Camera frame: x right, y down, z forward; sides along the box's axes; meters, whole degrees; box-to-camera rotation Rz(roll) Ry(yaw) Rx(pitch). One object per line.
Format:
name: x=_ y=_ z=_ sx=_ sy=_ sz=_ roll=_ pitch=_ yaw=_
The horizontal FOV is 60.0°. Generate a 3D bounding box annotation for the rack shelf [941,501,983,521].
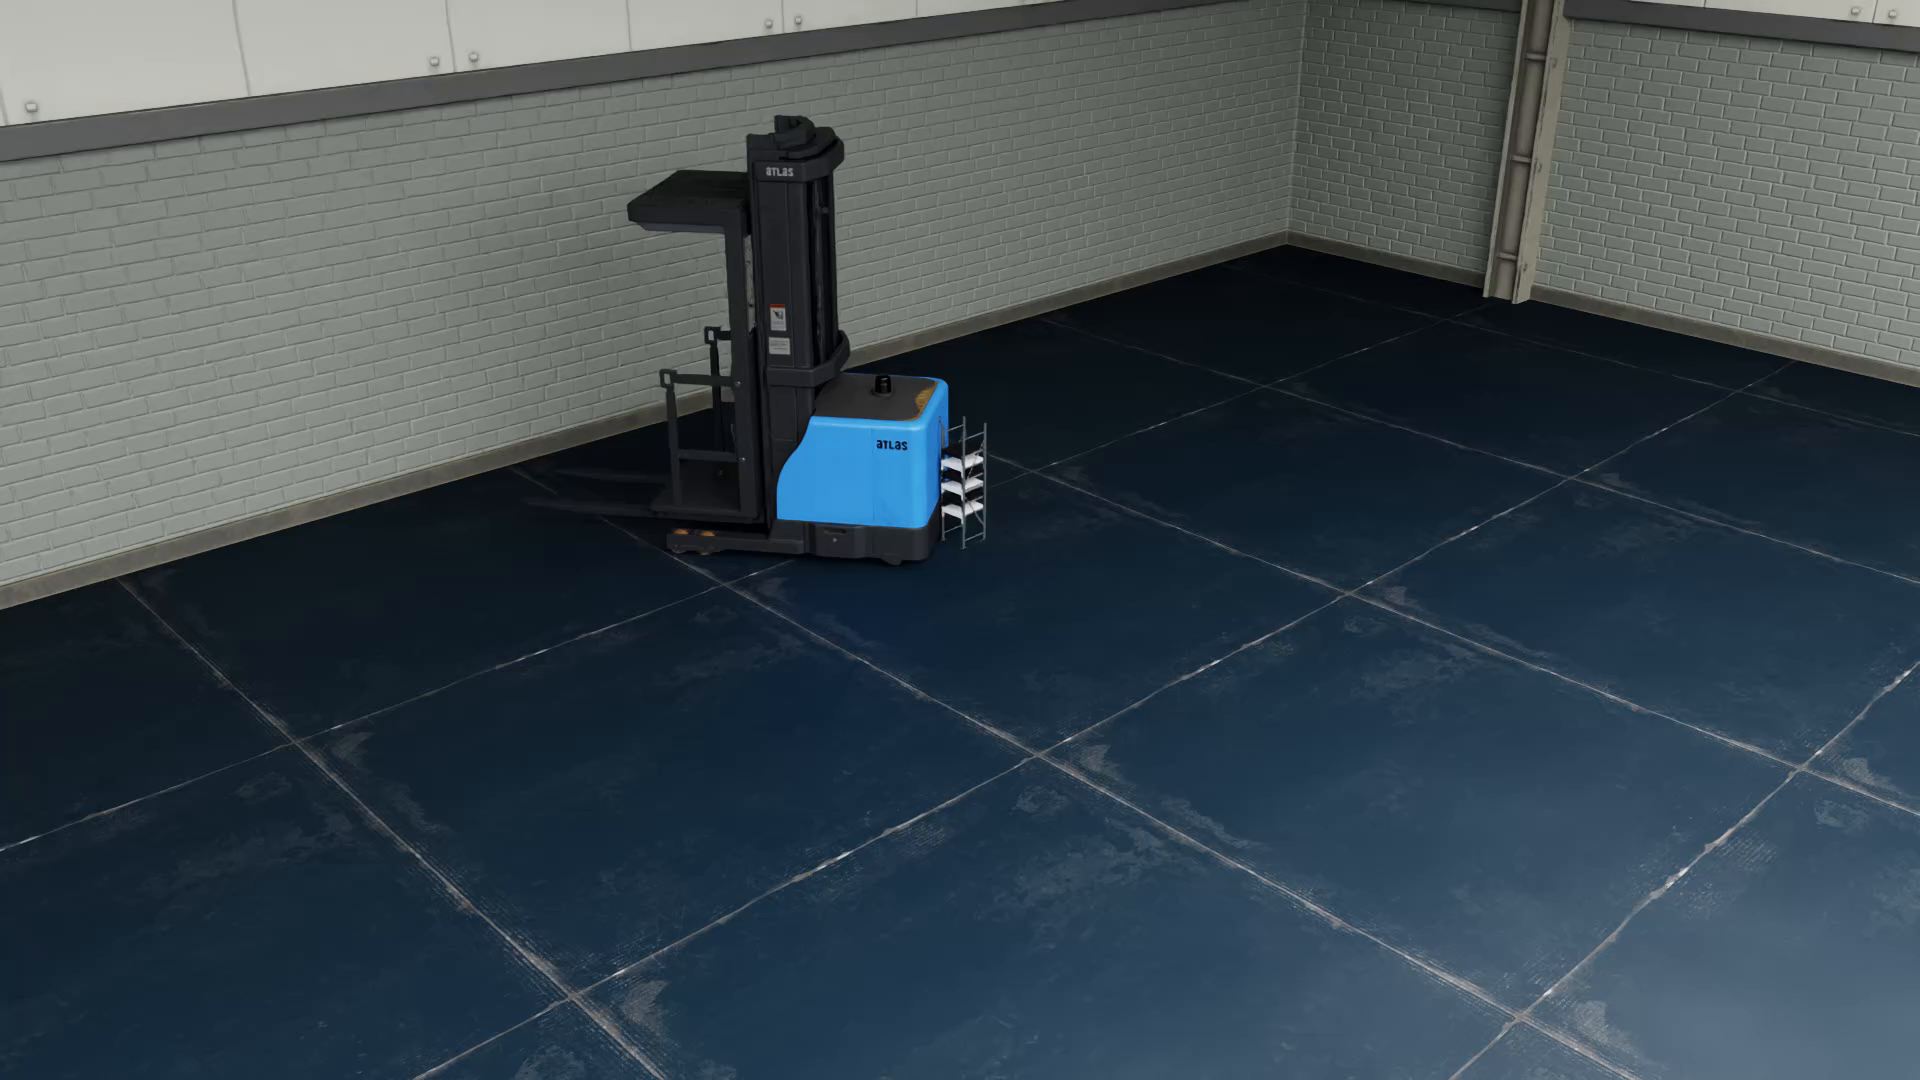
rack shelf: x=0.027 y=-0.212 z=11.941 sx=0.200 sy=0.077 sz=0.258 roll=22 pitch=32 yaw=39

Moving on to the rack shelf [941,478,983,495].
rack shelf: x=0.027 y=-0.376 z=11.867 sx=0.200 sy=0.077 sz=0.258 roll=22 pitch=32 yaw=39

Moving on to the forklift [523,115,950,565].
forklift: x=-1.637 y=-1.436 z=11.664 sx=3.031 sy=2.935 sz=1.130 roll=4 pitch=25 yaw=9

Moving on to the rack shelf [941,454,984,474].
rack shelf: x=0.027 y=-0.540 z=11.792 sx=0.200 sy=0.077 sz=0.258 roll=22 pitch=32 yaw=39

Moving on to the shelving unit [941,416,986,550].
shelving unit: x=0.027 y=-0.407 z=11.853 sx=0.210 sy=0.900 sz=0.258 roll=22 pitch=32 yaw=39

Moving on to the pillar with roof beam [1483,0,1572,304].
pillar with roof beam: x=2.677 y=-5.455 z=13.162 sx=9.100 sy=9.000 sz=0.400 roll=-21 pitch=32 yaw=-38

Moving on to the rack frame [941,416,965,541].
rack frame: x=-0.047 y=-0.436 z=11.917 sx=0.006 sy=0.900 sz=0.240 roll=22 pitch=32 yaw=39

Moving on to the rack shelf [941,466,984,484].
rack shelf: x=0.027 y=-0.458 z=11.830 sx=0.200 sy=0.077 sz=0.258 roll=22 pitch=32 yaw=39

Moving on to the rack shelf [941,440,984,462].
rack shelf: x=0.027 y=-0.622 z=11.755 sx=0.200 sy=0.077 sz=0.258 roll=22 pitch=32 yaw=39

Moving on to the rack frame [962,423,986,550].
rack frame: x=0.101 y=-0.377 z=11.789 sx=0.006 sy=0.900 sz=0.240 roll=22 pitch=32 yaw=39

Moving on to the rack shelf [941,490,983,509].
rack shelf: x=0.027 y=-0.294 z=11.904 sx=0.200 sy=0.077 sz=0.258 roll=22 pitch=32 yaw=39
